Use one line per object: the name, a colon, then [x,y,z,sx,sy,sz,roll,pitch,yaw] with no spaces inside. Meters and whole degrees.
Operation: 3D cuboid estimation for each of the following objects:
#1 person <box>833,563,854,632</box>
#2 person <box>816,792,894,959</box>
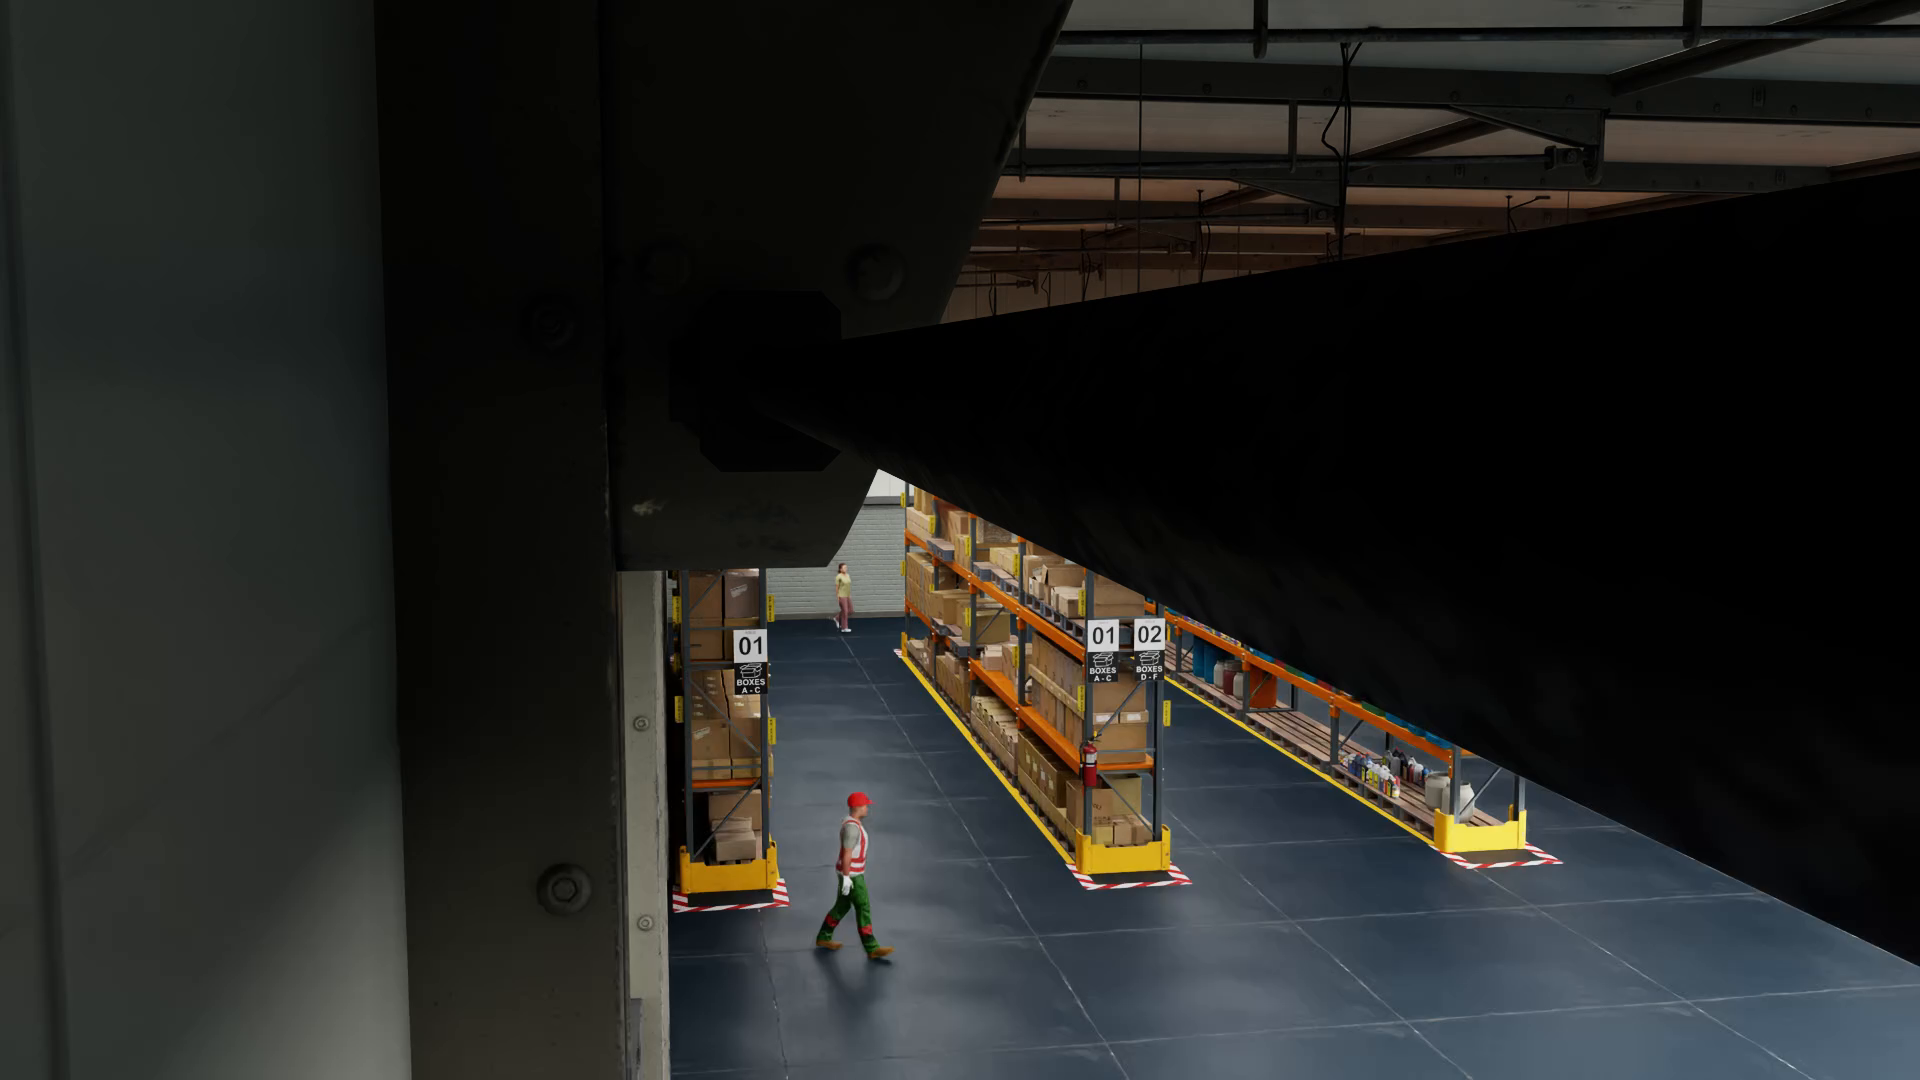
person: [-2.815,1.362,39.809,0.601,1.654,0.454,4,7,33]
person: [-1.141,3.608,17.972,0.864,1.763,0.599,0,6,0]
